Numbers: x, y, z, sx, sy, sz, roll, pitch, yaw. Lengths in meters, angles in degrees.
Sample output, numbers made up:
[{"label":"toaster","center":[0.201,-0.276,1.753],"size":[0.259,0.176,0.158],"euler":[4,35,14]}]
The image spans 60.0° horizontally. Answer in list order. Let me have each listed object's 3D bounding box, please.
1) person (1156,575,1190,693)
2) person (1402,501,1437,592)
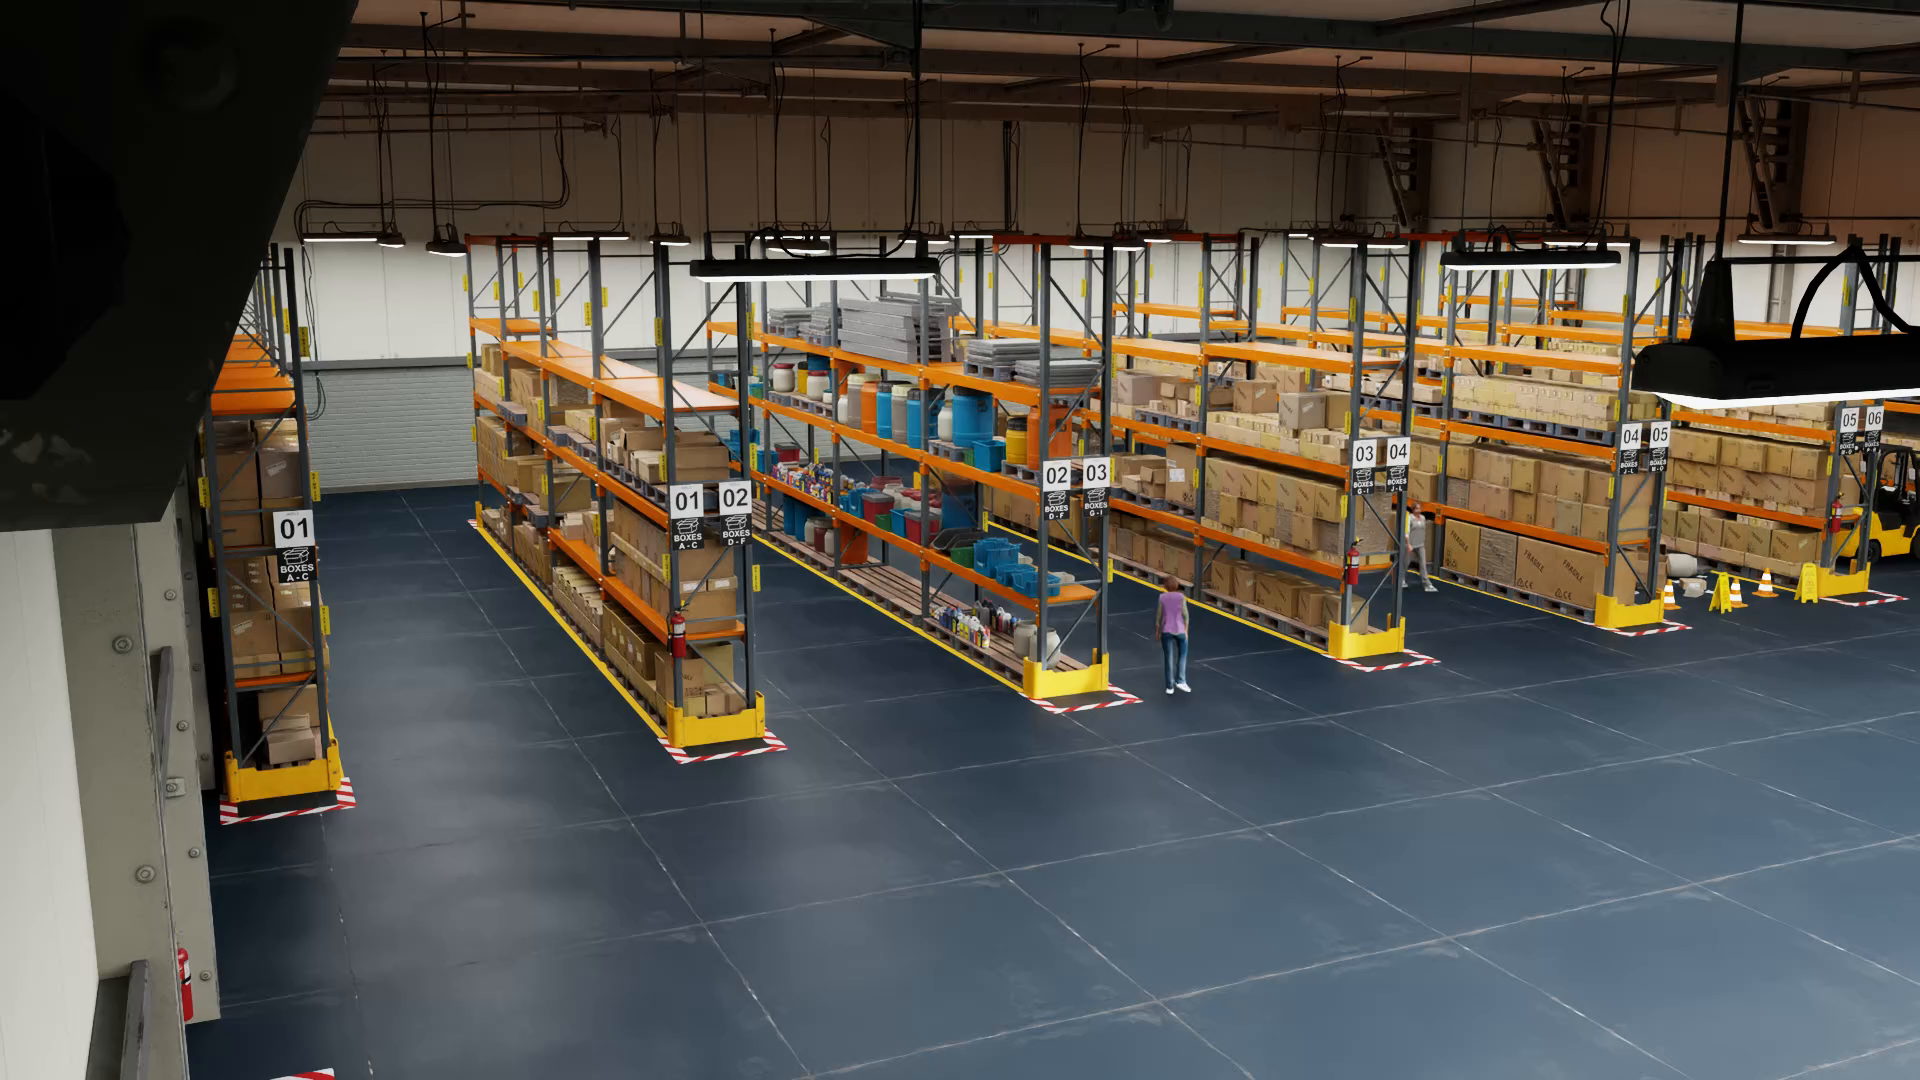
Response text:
[{"label":"person","center":[2.856,1.293,22.367],"size":[0.486,1.619,0.501],"euler":[3,11,15]},{"label":"person","center":[7.810,0.109,28.419],"size":[0.450,1.545,0.952],"euler":[-2,11,-11]}]
